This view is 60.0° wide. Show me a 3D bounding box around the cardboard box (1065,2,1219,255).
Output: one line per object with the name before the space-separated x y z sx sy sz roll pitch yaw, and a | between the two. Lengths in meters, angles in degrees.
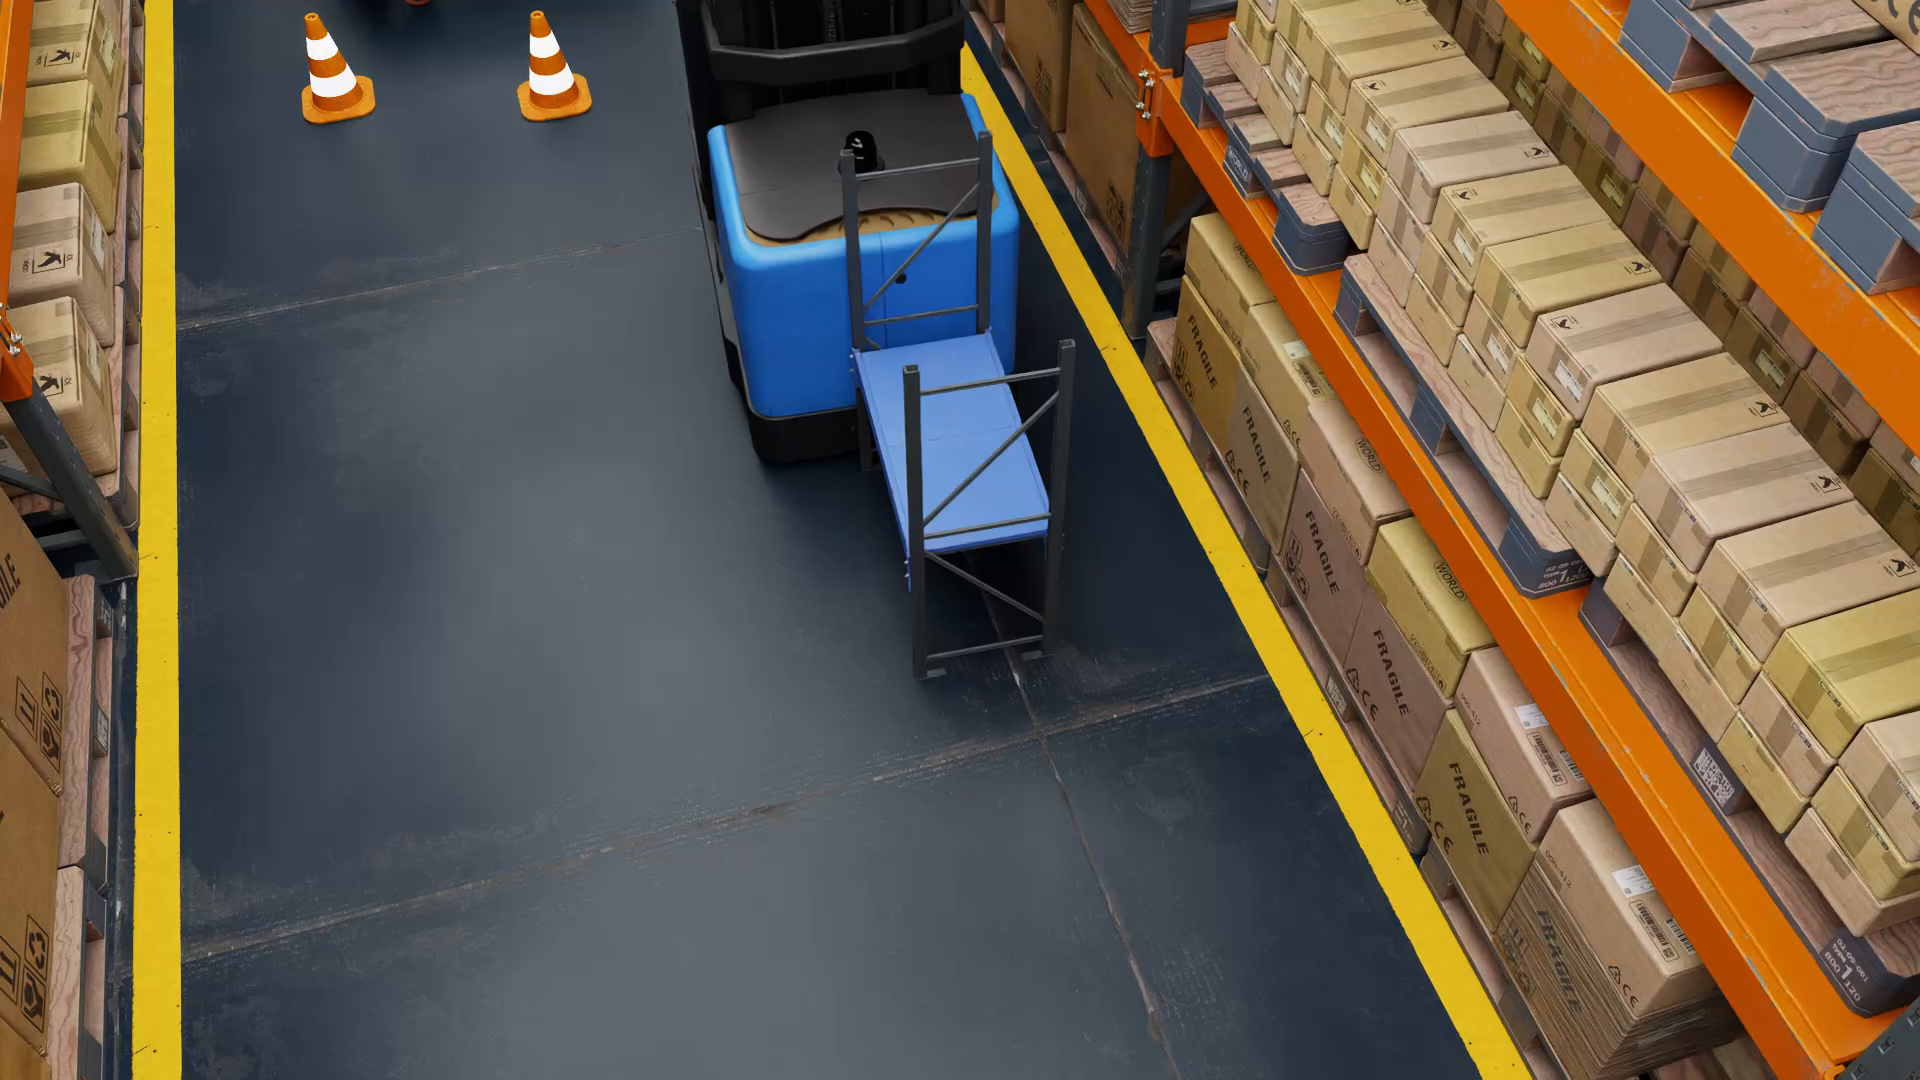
cardboard box | 1.080 -1.827 7.025 1.050 0.750 0.750 -14 51 -11

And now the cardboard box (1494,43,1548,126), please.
cardboard box | 1.916 -1.458 5.212 0.380 0.149 0.250 -12 51 -10

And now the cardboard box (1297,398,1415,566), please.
cardboard box | 1.431 -0.230 5.352 0.500 0.250 0.500 -13 51 -11

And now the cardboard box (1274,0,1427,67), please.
cardboard box | 1.208 -1.621 5.155 0.380 0.149 0.250 -15 51 -12

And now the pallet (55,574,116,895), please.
pallet | -3.363 0.733 5.494 1.003 0.211 1.213 -13 51 -11

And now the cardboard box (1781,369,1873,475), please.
cardboard box | 2.366 -0.336 4.266 0.380 0.149 0.250 -11 51 -10

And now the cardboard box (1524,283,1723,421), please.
cardboard box | 1.668 -0.477 4.191 0.380 0.149 0.250 -15 52 -13

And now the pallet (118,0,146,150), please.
pallet | -4.475 -2.213 7.977 1.003 0.211 1.213 -13 51 -11

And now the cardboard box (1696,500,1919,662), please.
cardboard box | 1.897 0.090 3.713 0.380 0.149 0.250 -15 51 -12

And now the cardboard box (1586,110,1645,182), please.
cardboard box | 2.055 -1.197 4.797 0.380 0.149 0.250 -13 51 -11

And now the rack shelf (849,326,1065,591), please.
rack shelf | -0.027 -0.304 5.760 0.538 0.185 1.000 -10 51 -8

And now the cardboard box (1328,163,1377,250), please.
cardboard box | 1.355 -1.044 5.058 0.380 0.149 0.250 -11 51 -9

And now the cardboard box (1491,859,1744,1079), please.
cardboard box | 1.898 1.157 4.673 0.500 0.500 0.500 -14 51 -12

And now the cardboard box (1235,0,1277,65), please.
cardboard box | 1.126 -1.703 5.419 0.380 0.149 0.250 -11 51 -9

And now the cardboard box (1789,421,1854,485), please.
cardboard box | 2.374 -0.230 4.372 0.380 0.149 0.250 -15 52 -13

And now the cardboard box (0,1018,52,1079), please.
cardboard box | -2.876 1.620 4.038 0.875 0.875 0.875 -12 51 -10

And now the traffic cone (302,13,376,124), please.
traffic cone | -3.003 -2.273 7.864 0.336 0.463 0.334 -13 51 -11

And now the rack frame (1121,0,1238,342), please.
rack frame | 1.175 -1.952 5.933 1.000 3.000 0.127 -13 51 -11

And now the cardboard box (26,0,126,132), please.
cardboard box | -4.334 -2.062 7.470 0.950 0.372 0.625 -10 51 -9

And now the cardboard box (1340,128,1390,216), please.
cardboard box | 1.365 -1.127 4.934 0.380 0.149 0.250 -13 51 -11

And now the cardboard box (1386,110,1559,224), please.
cardboard box | 1.436 -1.050 4.674 0.380 0.149 0.250 -11 51 -9

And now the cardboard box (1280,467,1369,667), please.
cardboard box | 1.448 0.033 5.620 0.500 0.500 0.500 -14 51 -12

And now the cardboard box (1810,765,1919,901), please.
cardboard box | 2.051 0.574 3.500 0.380 0.149 0.250 -12 51 -10

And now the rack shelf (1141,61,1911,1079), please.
rack shelf | 1.766 -0.259 4.977 1.077 0.370 4.000 -13 51 -11

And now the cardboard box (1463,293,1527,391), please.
cardboard box | 1.591 -0.567 4.461 0.380 0.149 0.250 -12 51 -10

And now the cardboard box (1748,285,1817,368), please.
cardboard box | 2.297 -0.612 4.305 0.380 0.149 0.250 -12 51 -10

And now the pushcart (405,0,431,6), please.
pushcart | -2.544 -3.387 8.858 1.648 0.377 0.936 -30 56 -23

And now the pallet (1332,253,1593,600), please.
pallet | 1.799 -0.453 4.796 1.003 0.211 1.213 -13 51 -11

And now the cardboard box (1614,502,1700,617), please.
cardboard box | 1.816 0.001 3.982 0.380 0.149 0.250 -15 51 -12

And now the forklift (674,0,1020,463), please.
forklift | -0.592 -2.395 6.352 1.130 2.935 3.031 -10 51 -8

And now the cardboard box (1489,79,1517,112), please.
cardboard box | 1.908 -1.380 5.341 0.380 0.149 0.250 -13 51 -10

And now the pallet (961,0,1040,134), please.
pallet | 0.656 -2.535 8.249 1.003 0.211 1.213 -13 51 -11

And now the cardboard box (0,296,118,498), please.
cardboard box | -3.682 -0.462 6.121 0.950 0.372 0.625 -16 52 -13

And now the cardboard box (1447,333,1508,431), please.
cardboard box | 1.584 -0.475 4.578 0.380 0.149 0.250 -15 51 -12

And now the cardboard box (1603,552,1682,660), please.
cardboard box | 1.828 0.115 4.081 0.380 0.149 0.250 -16 52 -13

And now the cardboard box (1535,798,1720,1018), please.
cardboard box | 1.896 0.912 4.389 0.500 0.250 0.500 -15 51 -12

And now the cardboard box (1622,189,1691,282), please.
cardboard box | 2.139 -0.902 4.744 0.380 0.149 0.250 -12 51 -10

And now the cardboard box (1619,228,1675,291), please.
cardboard box | 2.134 -0.812 4.862 0.380 0.149 0.250 -12 51 -10

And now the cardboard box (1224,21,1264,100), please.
cardboard box | 1.114 -1.633 5.555 0.380 0.149 0.250 -14 51 -11

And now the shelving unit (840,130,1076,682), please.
shelving unit | -0.027 -0.420 5.623 0.538 1.500 1.048 -10 51 -8

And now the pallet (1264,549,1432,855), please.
pallet | 1.761 0.408 5.768 1.003 0.211 1.213 -13 51 -11

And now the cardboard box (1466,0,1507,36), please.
cardboard box | 1.830 -1.759 5.272 0.380 0.149 0.250 -14 51 -11

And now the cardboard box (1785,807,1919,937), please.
cardboard box | 2.051 0.670 3.613 0.380 0.149 0.250 -14 51 -12

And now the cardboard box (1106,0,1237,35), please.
cardboard box | 0.785 -2.252 6.121 0.500 0.500 0.500 -13 51 -11
